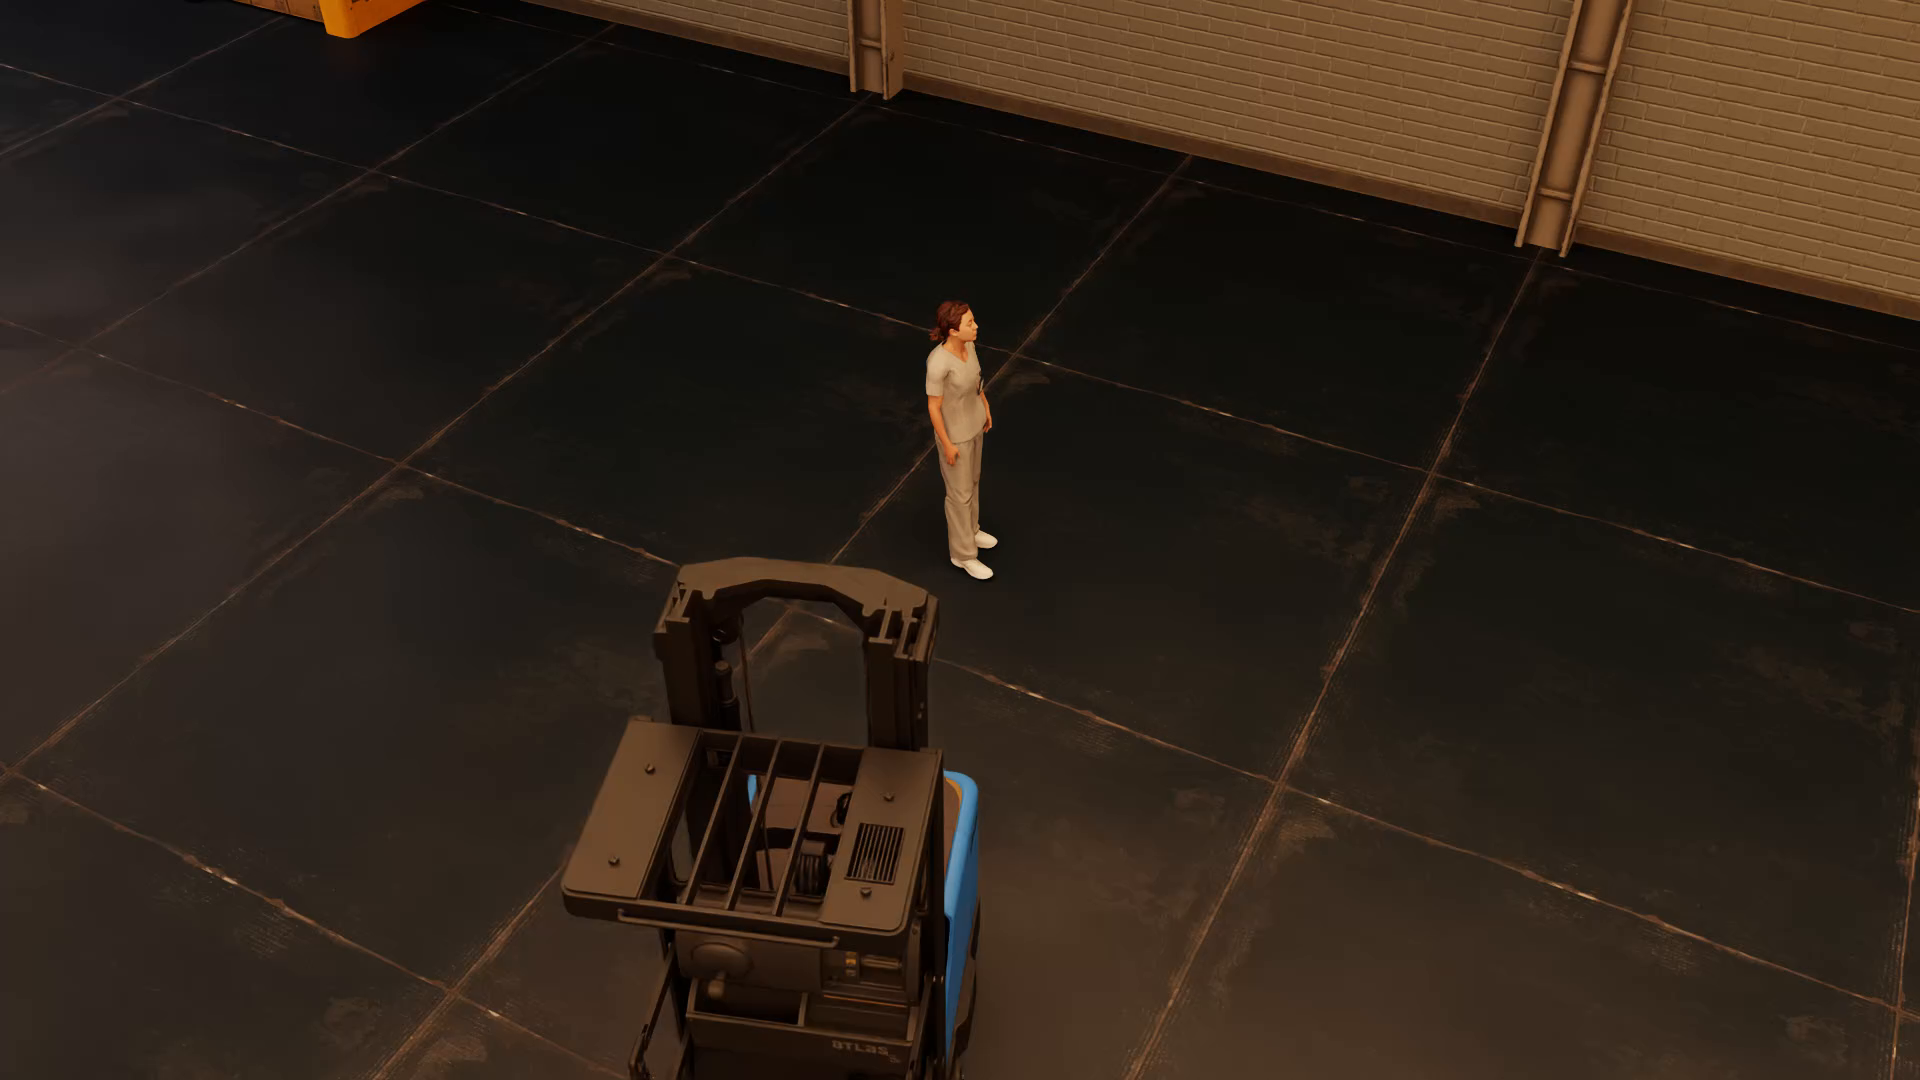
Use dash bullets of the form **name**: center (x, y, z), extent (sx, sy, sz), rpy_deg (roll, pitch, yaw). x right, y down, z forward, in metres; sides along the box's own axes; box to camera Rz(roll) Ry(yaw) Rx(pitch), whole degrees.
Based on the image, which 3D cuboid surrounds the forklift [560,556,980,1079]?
- **forklift**: center (-0.637, 1.629, 6.053), extent (1.130, 2.935, 3.031), rpy_deg (6, 40, 7)

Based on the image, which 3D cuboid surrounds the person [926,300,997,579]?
- **person**: center (0.059, -0.617, 9.682), extent (0.548, 1.673, 0.549), rpy_deg (18, 43, 21)
